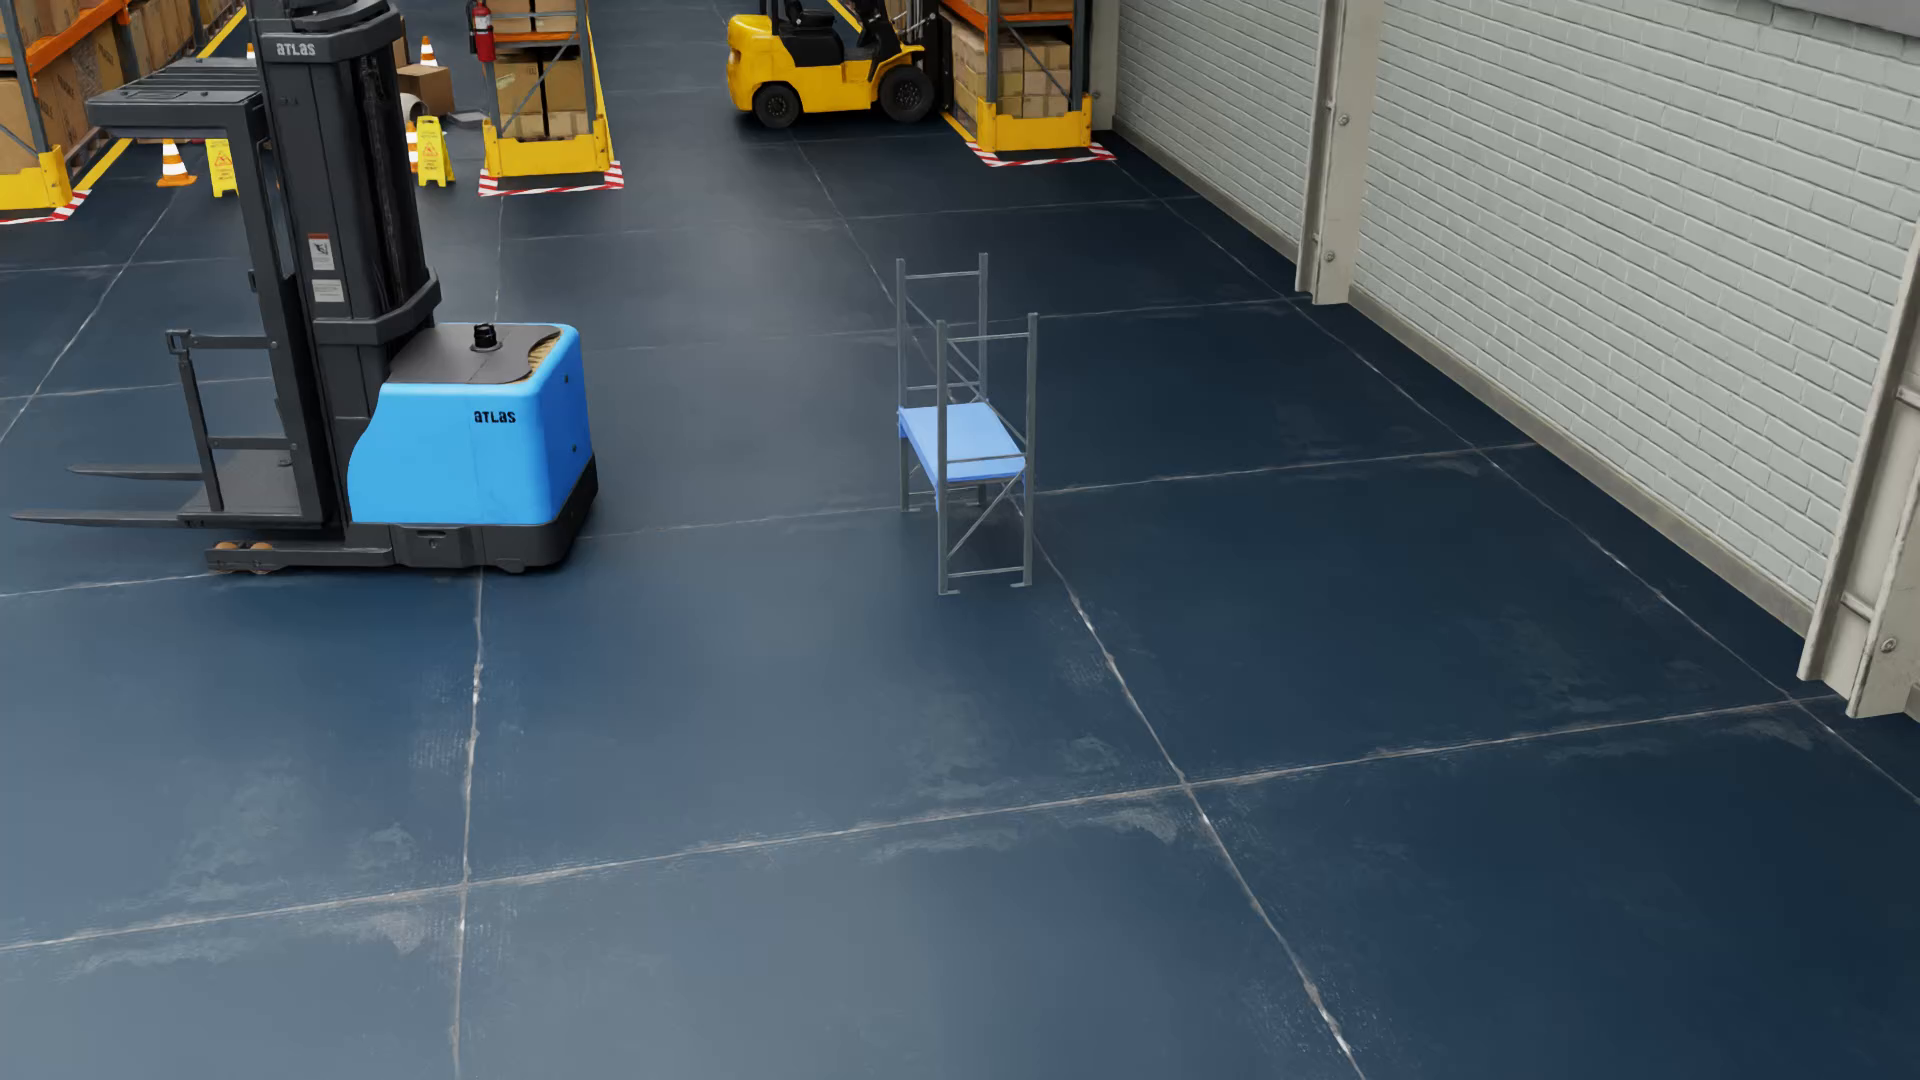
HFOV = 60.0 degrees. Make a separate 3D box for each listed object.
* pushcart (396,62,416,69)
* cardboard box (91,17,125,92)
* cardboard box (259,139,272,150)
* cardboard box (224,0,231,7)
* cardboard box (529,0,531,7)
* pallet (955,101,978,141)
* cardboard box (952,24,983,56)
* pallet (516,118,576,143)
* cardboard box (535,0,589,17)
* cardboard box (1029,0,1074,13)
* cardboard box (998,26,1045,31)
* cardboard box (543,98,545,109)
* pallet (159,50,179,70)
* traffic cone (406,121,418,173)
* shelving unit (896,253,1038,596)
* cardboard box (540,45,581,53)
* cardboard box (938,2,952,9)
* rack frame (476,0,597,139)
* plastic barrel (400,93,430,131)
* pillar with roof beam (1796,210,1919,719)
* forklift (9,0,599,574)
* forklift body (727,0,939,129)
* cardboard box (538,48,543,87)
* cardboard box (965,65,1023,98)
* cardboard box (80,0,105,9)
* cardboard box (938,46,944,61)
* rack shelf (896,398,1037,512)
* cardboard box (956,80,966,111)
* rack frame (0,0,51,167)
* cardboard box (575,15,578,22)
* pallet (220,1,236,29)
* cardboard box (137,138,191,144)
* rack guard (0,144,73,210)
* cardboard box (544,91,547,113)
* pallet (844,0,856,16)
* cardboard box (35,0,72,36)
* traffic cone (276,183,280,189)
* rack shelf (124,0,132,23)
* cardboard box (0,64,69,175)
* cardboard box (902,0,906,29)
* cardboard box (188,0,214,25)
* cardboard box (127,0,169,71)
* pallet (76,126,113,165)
[{"bbox_3d":[-7.174,-5.318,19.368,1.648,0.377,0.936,-16,31,-29],"label":"pushcart"},{"bbox_3d":[-9.690,-5.151,18.019,0.875,0.875,0.875,-6,27,-11],"label":"cardboard box"},{"bbox_3d":[-6.925,-4.386,17.381,0.637,0.503,0.797,19,32,32],"label":"cardboard box"},{"bbox_3d":[-10.928,-8.029,24.136,0.500,0.500,0.500,-7,28,-13],"label":"cardboard box"},{"bbox_3d":[-4.562,-5.595,16.564,0.500,0.500,0.500,-6,27,-11],"label":"cardboard box"},{"bbox_3d":[0.560,-4.579,18.087,1.003,0.211,1.213,-6,27,-12],"label":"pallet"},{"bbox_3d":[0.121,-5.513,18.320,0.500,0.250,0.500,-6,27,-11],"label":"cardboard box"},{"bbox_3d":[-4.228,-4.135,17.209,1.003,0.211,1.213,-6,27,-12],"label":"pallet"},{"bbox_3d":[-3.899,-5.400,16.179,0.500,0.500,0.500,-6,27,-12],"label":"cardboard box"},{"bbox_3d":[0.932,-5.782,17.267,0.500,0.500,0.500,-5,27,-10],"label":"cardboard box"},{"bbox_3d":[0.630,-5.568,18.429,0.500,0.250,0.500,-6,27,-12],"label":"cardboard box"},{"bbox_3d":[-4.739,-4.731,17.881,0.500,0.250,0.500,-7,28,-13],"label":"cardboard box"},{"bbox_3d":[-10.290,-5.818,20.543,1.003,0.211,1.213,-6,27,-12],"label":"pallet"},{"bbox_3d":[-5.416,-3.912,16.487,0.336,0.463,0.334,-6,27,-12],"label":"traffic cone"},{"bbox_3d":[0.019,-0.632,8.838,0.538,1.500,1.048,-6,27,-12],"label":"shelving unit"},{"bbox_3d":[-4.103,-4.903,17.388,0.500,0.500,0.500,-7,28,-14],"label":"cardboard box"},{"bbox_3d":[-0.220,-6.185,19.650,0.500,0.250,0.500,-6,27,-12],"label":"cardboard box"},{"bbox_3d":[-4.062,-4.987,15.800,1.000,3.000,0.127,-6,27,-12],"label":"rack frame"},{"bbox_3d":[-6.003,-4.589,17.873,0.512,0.421,0.421,13,30,24],"label":"plastic barrel"},{"bbox_3d":[0.004,-2.862,4.934,9.100,9.000,0.400,-6,27,-12],"label":"pillar with roof beam"},{"bbox_3d":[-3.629,-1.362,8.697,3.031,2.935,1.130,1,27,2],"label":"forklift"},{"bbox_3d":[-1.432,-5.760,18.276,2.313,2.155,1.214,-6,27,-12],"label":"forklift body"},{"bbox_3d":[-4.725,-5.057,17.694,0.500,0.500,0.500,-7,28,-13],"label":"cardboard box"},{"bbox_3d":[0.358,-4.857,17.575,0.500,0.250,0.500,-6,27,-12],"label":"cardboard box"},{"bbox_3d":[-9.523,-5.863,17.370,0.875,0.550,0.550,-6,27,-12],"label":"cardboard box"},{"bbox_3d":[0.010,-5.523,18.894,0.500,0.250,0.500,-6,27,-12],"label":"cardboard box"},{"bbox_3d":[0.019,-0.472,8.919,0.538,0.185,1.000,-6,27,-12],"label":"rack shelf"},{"bbox_3d":[0.256,-4.846,18.107,0.500,0.250,0.500,-6,27,-12],"label":"cardboard box"},{"bbox_3d":[-8.862,-4.439,14.717,1.000,3.000,0.127,-6,27,-12],"label":"rack frame"},{"bbox_3d":[-3.989,-5.279,16.658,0.380,0.149,0.250,-7,28,-13],"label":"cardboard box"},{"bbox_3d":[-11.111,-7.584,24.042,1.003,0.211,1.213,-6,27,-12],"label":"pallet"},{"bbox_3d":[-8.414,-4.503,17.615,0.500,0.500,0.500,-1,27,-3],"label":"cardboard box"},{"bbox_3d":[-8.857,-3.313,15.259,1.175,0.500,0.348,-6,27,-12],"label":"rack guard"},{"bbox_3d":[-4.218,-4.792,18.000,0.500,0.250,0.500,-4,27,-8],"label":"cardboard box"},{"bbox_3d":[-1.162,-8.091,25.046,1.003,0.211,1.213,-6,27,-12],"label":"pallet"},{"bbox_3d":[-9.139,-5.163,15.983,0.875,0.550,0.550,-6,27,-12],"label":"cardboard box"},{"bbox_3d":[-6.421,-3.650,15.968,0.336,0.463,0.334,-6,27,-12],"label":"traffic cone"},{"bbox_3d":[-10.215,-6.752,20.097,1.077,0.370,4.000,-6,27,-12],"label":"rack shelf"},{"bbox_3d":[-9.080,-3.969,15.677,0.875,0.875,0.875,-6,27,-11],"label":"cardboard box"},{"bbox_3d":[-0.257,-6.603,21.173,0.875,0.625,0.625,-5,27,-9],"label":"cardboard box"},{"bbox_3d":[-10.576,-7.359,22.810,0.500,0.500,0.500,-7,28,-14],"label":"cardboard box"},{"bbox_3d":[-10.205,-6.066,19.970,1.050,0.750,0.750,-6,27,-12],"label":"cardboard box"},{"bbox_3d":[-9.390,-4.072,17.084,1.003,0.211,1.213,-6,27,-12],"label":"pallet"}]
